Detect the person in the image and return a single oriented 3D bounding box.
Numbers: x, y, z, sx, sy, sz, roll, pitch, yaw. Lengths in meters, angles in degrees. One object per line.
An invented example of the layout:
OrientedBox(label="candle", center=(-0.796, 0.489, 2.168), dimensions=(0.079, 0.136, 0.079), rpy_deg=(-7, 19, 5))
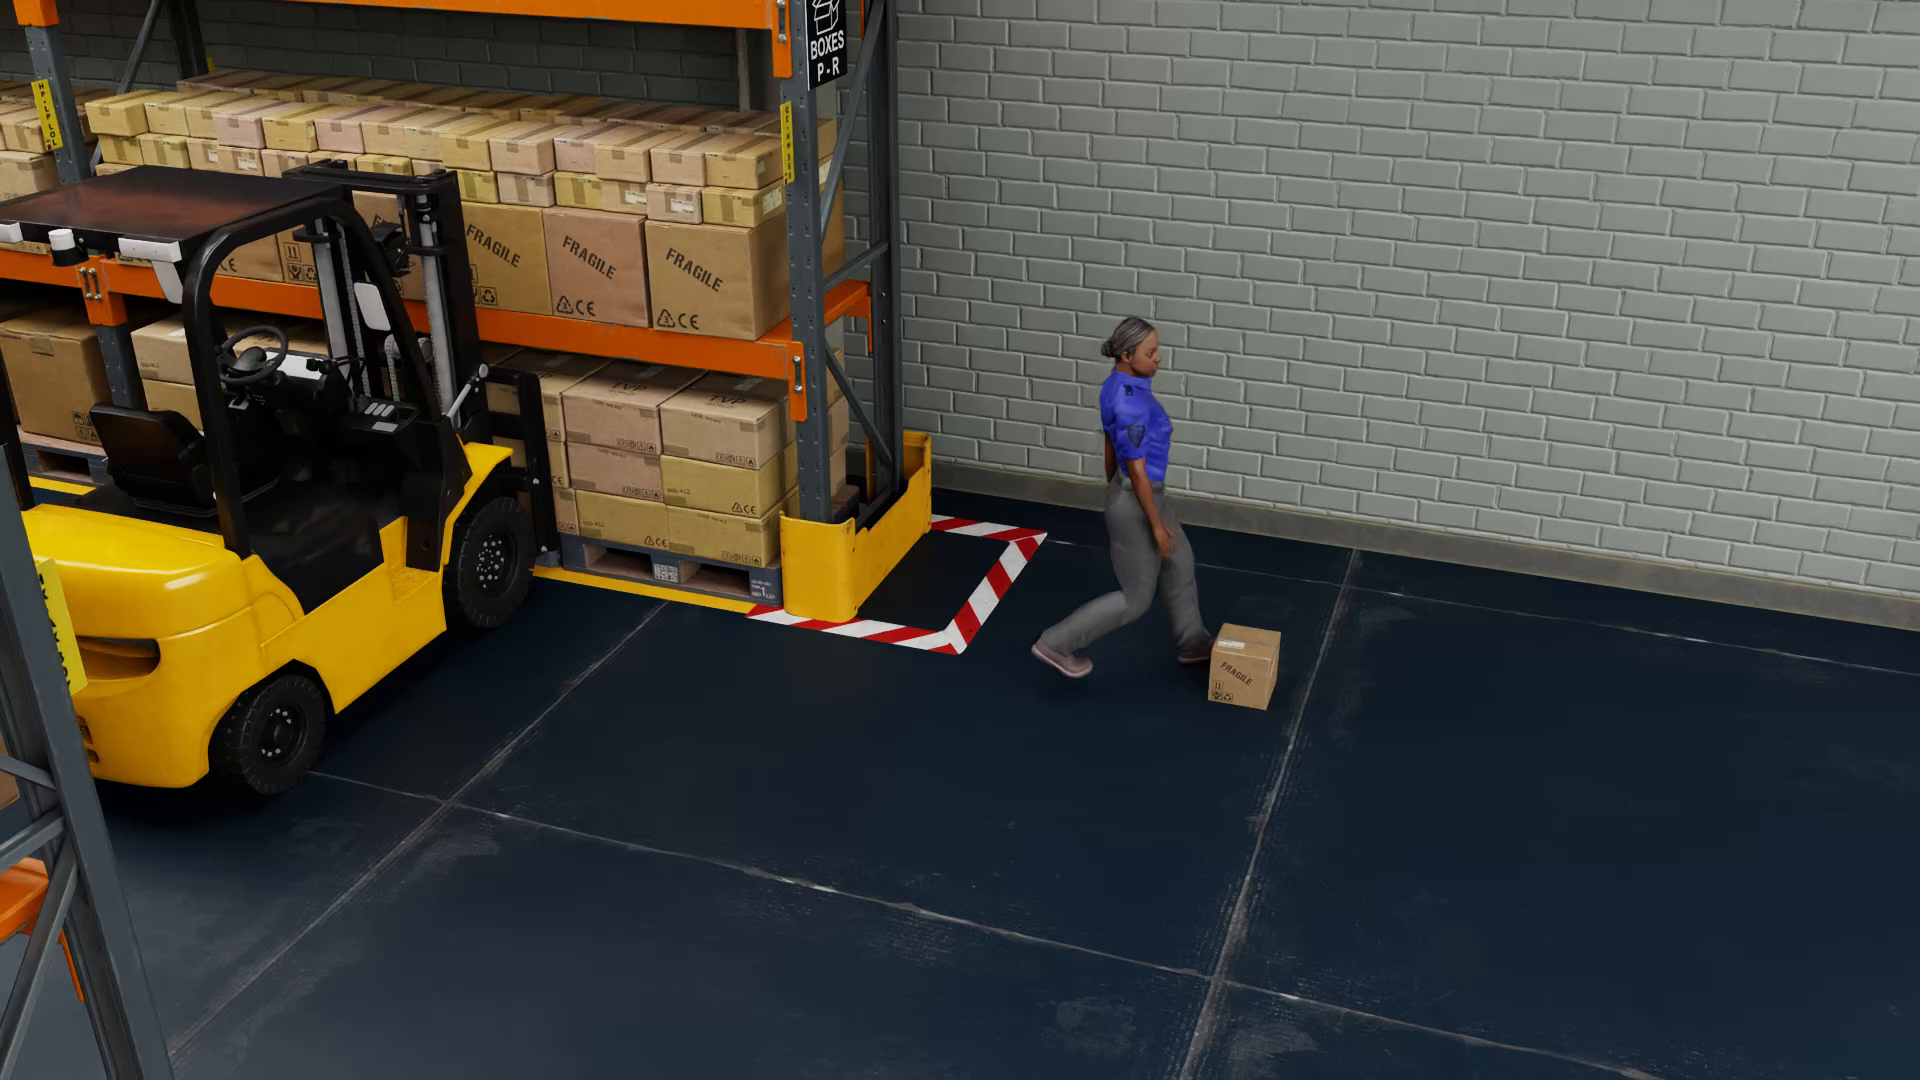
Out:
OrientedBox(label="person", center=(0.783, -0.153, 6.975), dimensions=(0.957, 1.607, 0.485), rpy_deg=(0, 26, 0))
